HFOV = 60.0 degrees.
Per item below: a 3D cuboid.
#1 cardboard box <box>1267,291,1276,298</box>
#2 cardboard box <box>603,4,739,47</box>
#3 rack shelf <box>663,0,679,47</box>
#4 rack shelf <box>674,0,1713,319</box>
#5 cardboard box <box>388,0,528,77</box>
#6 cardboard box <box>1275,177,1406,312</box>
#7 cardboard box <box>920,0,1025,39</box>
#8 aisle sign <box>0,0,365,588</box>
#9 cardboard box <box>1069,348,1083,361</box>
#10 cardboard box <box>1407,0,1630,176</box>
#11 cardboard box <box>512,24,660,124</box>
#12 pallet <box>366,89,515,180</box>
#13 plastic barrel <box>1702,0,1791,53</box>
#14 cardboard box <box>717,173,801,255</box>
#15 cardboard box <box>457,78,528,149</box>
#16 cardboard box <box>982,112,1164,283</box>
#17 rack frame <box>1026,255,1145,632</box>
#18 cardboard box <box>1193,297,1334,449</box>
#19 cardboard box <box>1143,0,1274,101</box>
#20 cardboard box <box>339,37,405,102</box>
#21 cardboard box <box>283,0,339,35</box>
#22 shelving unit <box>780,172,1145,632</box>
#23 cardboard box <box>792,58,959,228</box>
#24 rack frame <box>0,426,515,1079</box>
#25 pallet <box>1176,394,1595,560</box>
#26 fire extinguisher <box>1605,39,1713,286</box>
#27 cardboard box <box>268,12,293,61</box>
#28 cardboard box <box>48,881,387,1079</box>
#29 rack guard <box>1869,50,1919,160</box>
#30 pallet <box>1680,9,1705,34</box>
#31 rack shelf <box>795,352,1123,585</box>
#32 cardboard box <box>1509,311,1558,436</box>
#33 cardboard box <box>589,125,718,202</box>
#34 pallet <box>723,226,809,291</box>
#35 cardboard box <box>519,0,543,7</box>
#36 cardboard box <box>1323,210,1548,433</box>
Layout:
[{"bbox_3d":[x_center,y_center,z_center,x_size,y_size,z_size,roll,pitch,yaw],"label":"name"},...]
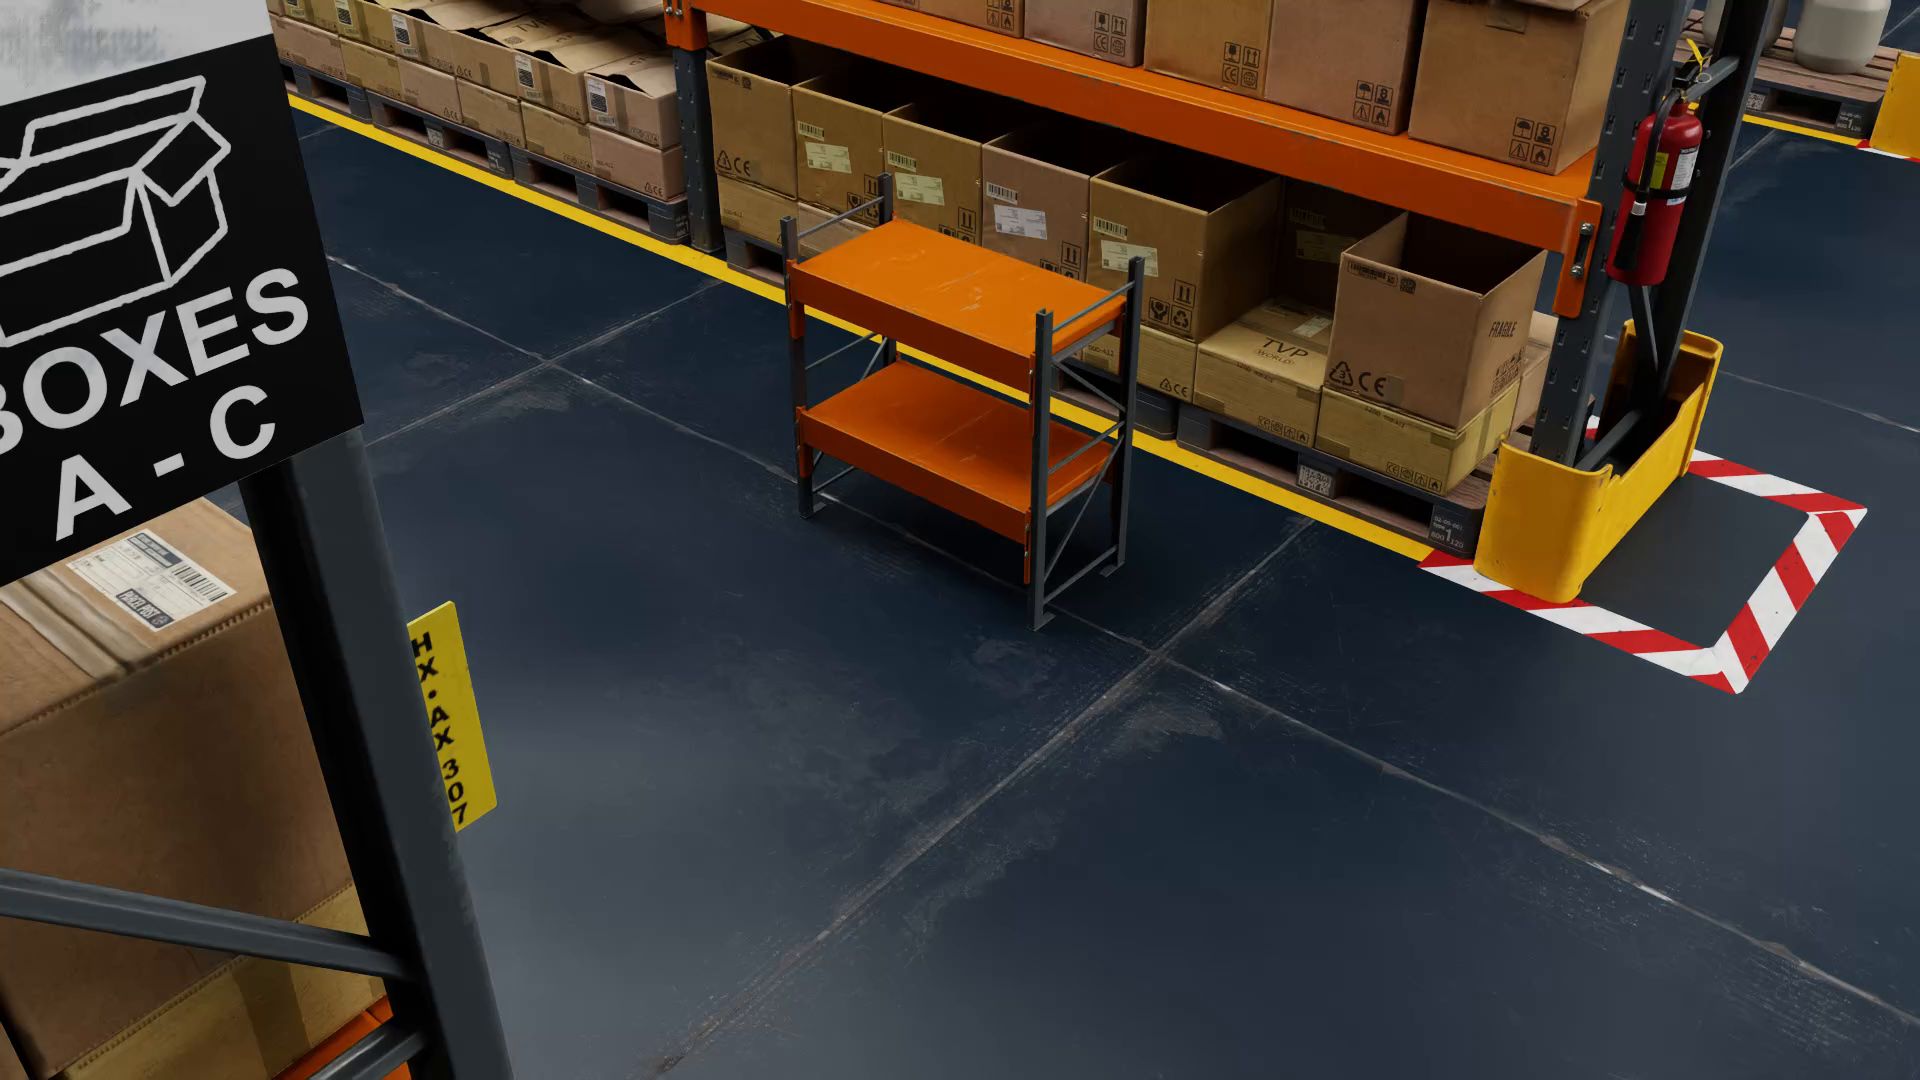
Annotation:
[{"bbox_3d":[1.154,-1.029,6.656,0.500,0.250,0.500,25,42,32],"label":"cardboard box"},{"bbox_3d":[-1.420,-2.498,8.301,0.500,0.311,0.500,25,42,31],"label":"cardboard box"},{"bbox_3d":[-2.417,-3.214,8.416,4.000,0.370,1.077,25,42,32],"label":"rack shelf"},{"bbox_3d":[0.657,-1.765,6.306,4.000,0.370,1.077,25,42,32],"label":"rack shelf"},{"bbox_3d":[-2.544,-2.630,8.492,0.500,0.311,0.500,25,41,31],"label":"cardboard box"},{"bbox_3d":[1.539,-1.157,6.181,0.500,0.500,0.500,25,42,32],"label":"cardboard box"},{"bbox_3d":[0.258,-2.298,6.358,0.500,0.500,0.700,26,42,32],"label":"cardboard box"},{"bbox_3d":[-0.725,-0.357,1.323,0.004,0.787,0.394,25,42,32],"label":"aisle sign"},{"bbox_3d":[0.432,-0.981,6.586,0.500,0.250,0.500,25,42,32],"label":"cardboard box"},{"bbox_3d":[1.844,-1.553,5.273,0.500,0.500,0.700,25,42,32],"label":"cardboard box"},{"bbox_3d":[-1.779,-2.264,7.960,0.500,0.311,0.500,27,42,33],"label":"cardboard box"},{"bbox_3d":[-2.413,-2.328,8.954,1.213,0.211,1.003,25,42,32],"label":"pallet"},{"bbox_3d":[4.426,-3.025,9.332,0.421,0.512,0.421,0,34,0],"label":"plastic barrel"},{"bbox_3d":[-0.718,-1.526,7.380,0.500,0.250,0.500,25,42,32],"label":"cardboard box"},{"bbox_3d":[-2.165,-2.219,8.389,0.500,0.250,0.500,26,42,33],"label":"cardboard box"},{"bbox_3d":[0.430,-1.288,6.372,0.500,0.500,0.500,25,42,32],"label":"cardboard box"},{"bbox_3d":[0.385,-0.282,5.167,0.032,1.125,0.500,25,42,32],"label":"rack frame"},{"bbox_3d":[1.201,-0.618,6.059,0.500,0.250,0.500,25,42,32],"label":"cardboard box"},{"bbox_3d":[1.059,-1.923,5.813,0.500,0.500,0.700,26,42,32],"label":"cardboard box"},{"bbox_3d":[-2.949,-2.590,8.929,0.500,0.250,0.500,24,41,31],"label":"cardboard box"},{"bbox_3d":[-3.330,-3.002,9.033,0.500,0.311,0.500,24,41,31],"label":"cardboard box"},{"bbox_3d":[-0.005,-0.466,5.435,1.048,1.125,0.538,25,42,32],"label":"shelving unit"},{"bbox_3d":[-0.335,-1.653,6.903,0.500,0.500,0.500,25,42,32],"label":"cardboard box"},{"bbox_3d":[-0.970,0.818,1.909,0.053,2.616,0.949,25,42,32],"label":"rack frame"},{"bbox_3d":[1.580,-0.446,6.214,1.213,0.211,1.003,25,42,32],"label":"pallet"},{"bbox_3d":[1.988,-1.060,4.713,0.183,0.674,0.296,25,42,32],"label":"fire extinguisher"},{"bbox_3d":[-3.739,-2.957,9.464,0.500,0.250,0.500,25,42,32],"label":"cardboard box"},{"bbox_3d":[-1.144,0.558,2.402,0.500,0.250,0.500,24,41,31],"label":"cardboard box"},{"bbox_3d":[5.278,-2.467,8.901,0.348,0.500,1.175,25,42,32],"label":"rack guard"},{"bbox_3d":[3.723,-3.087,10.059,1.213,0.211,1.003,25,42,32],"label":"pallet"},{"bbox_3d":[-0.005,-0.265,5.574,1.000,0.278,0.538,25,42,32],"label":"rack shelf"},{"bbox_3d":[1.924,-0.668,6.131,0.500,0.250,0.500,25,42,32],"label":"cardboard box"},{"bbox_3d":[-1.384,-1.850,7.852,0.500,0.250,0.500,25,42,31],"label":"cardboard box"},{"bbox_3d":[-0.296,-1.330,7.500,1.213,0.211,1.003,25,42,32],"label":"pallet"},{"bbox_3d":[-2.221,-2.871,8.844,0.500,0.311,0.500,27,42,33],"label":"cardboard box"},{"bbox_3d":[1.592,-0.751,5.589,0.500,0.500,0.500,25,42,32],"label":"cardboard box"}]
